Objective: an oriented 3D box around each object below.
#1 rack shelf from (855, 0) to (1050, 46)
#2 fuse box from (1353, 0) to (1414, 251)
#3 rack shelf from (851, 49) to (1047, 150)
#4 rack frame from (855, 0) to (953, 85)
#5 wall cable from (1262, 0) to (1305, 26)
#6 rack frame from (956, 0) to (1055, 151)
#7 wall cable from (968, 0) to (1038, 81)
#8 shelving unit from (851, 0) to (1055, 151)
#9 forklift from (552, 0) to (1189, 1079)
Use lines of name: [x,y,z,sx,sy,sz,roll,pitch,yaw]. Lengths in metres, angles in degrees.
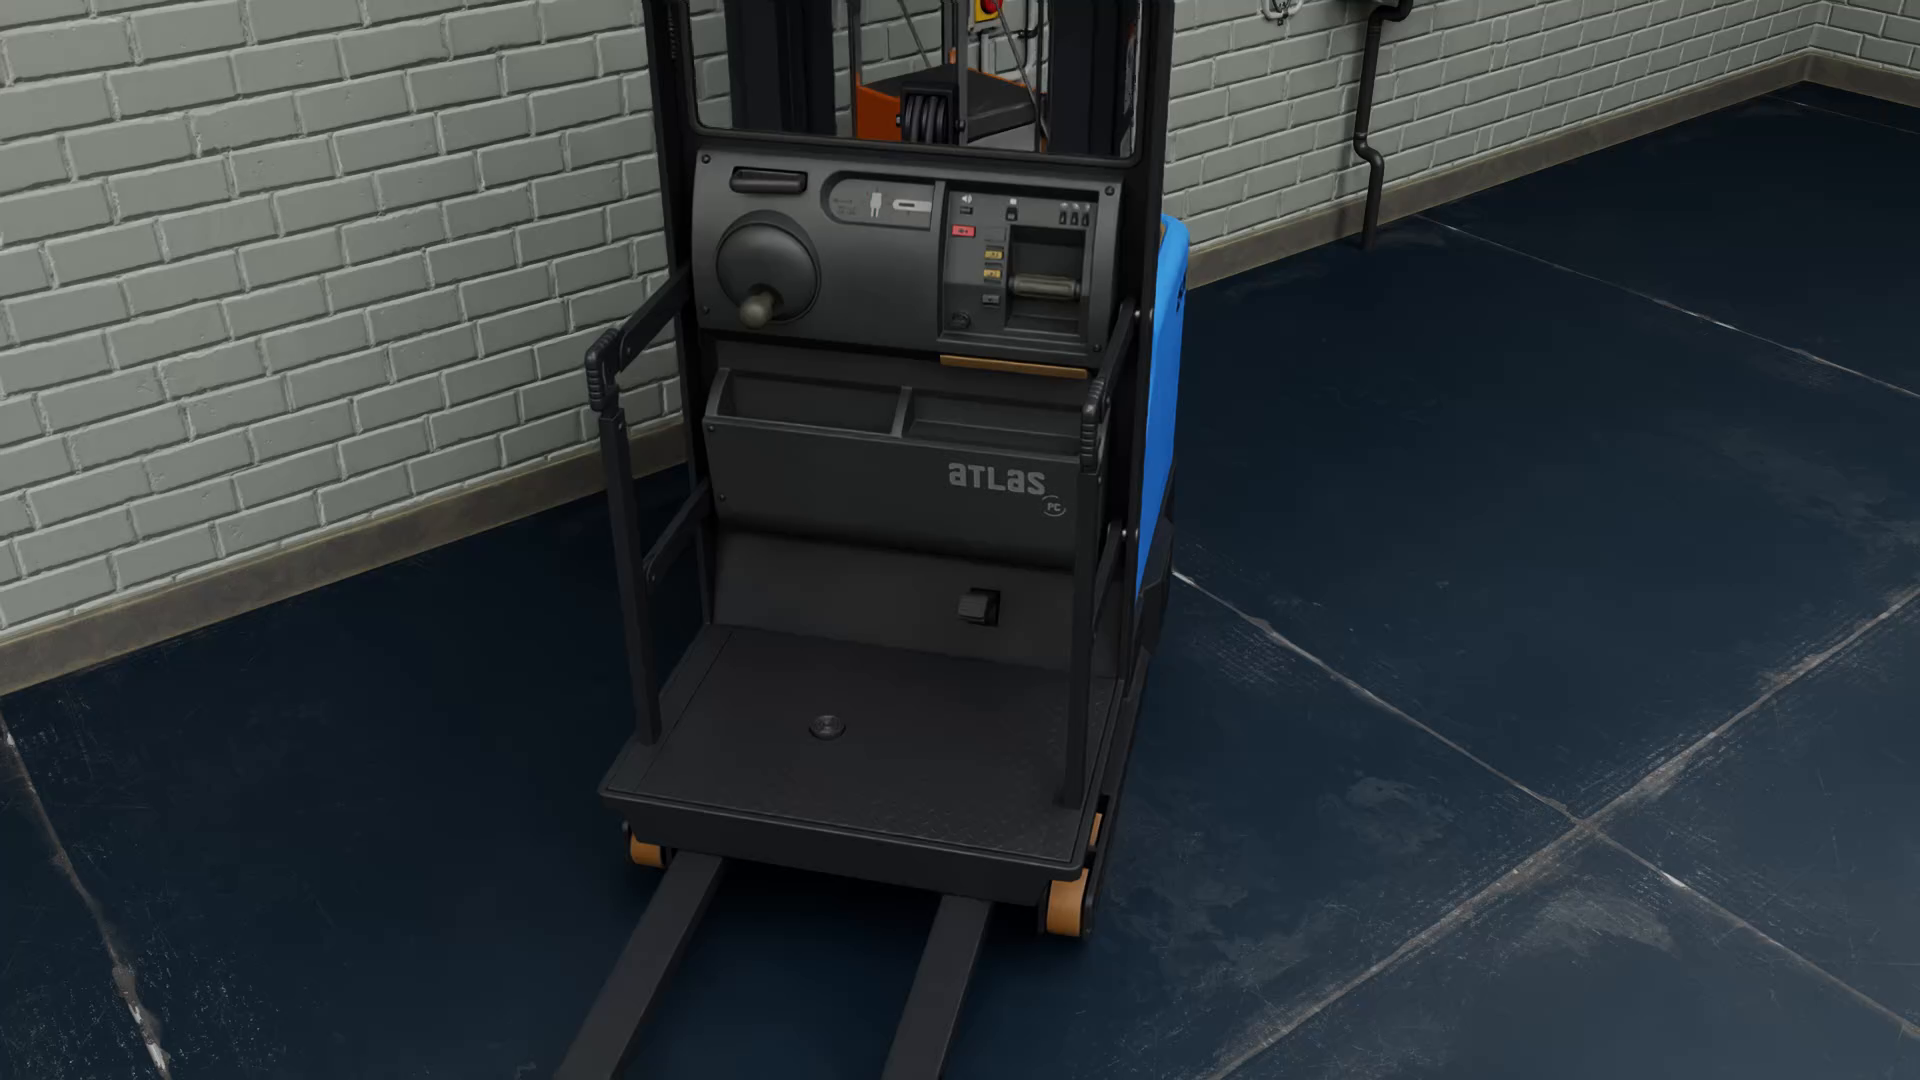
rack shelf: [-0.018,-1.779,4.824,0.431,0.518,0.480,-25,40,-34]
fuse box: [1.826,-2.004,6.856,0.539,1.711,0.414,-22,38,-31]
rack shelf: [-0.018,-1.185,5.193,0.431,0.518,0.480,-25,40,-34]
rack frame: [-0.179,-1.293,5.342,0.400,2.100,0.015,-25,40,-34]
wall cable: [1.191,-2.828,5.998,0.588,1.984,0.122,-22,38,-31]
rack frame: [0.143,-1.099,5.030,0.400,2.100,0.015,-25,40,-34]
wall cable: [0.077,-2.378,5.243,0.585,1.953,0.123,-22,38,-31]
shelving unit: [-0.018,-1.196,5.186,0.431,2.100,0.503,-25,40,-34]
forklift: [-0.172,-0.561,3.376,1.130,2.935,3.031,7,33,11]
